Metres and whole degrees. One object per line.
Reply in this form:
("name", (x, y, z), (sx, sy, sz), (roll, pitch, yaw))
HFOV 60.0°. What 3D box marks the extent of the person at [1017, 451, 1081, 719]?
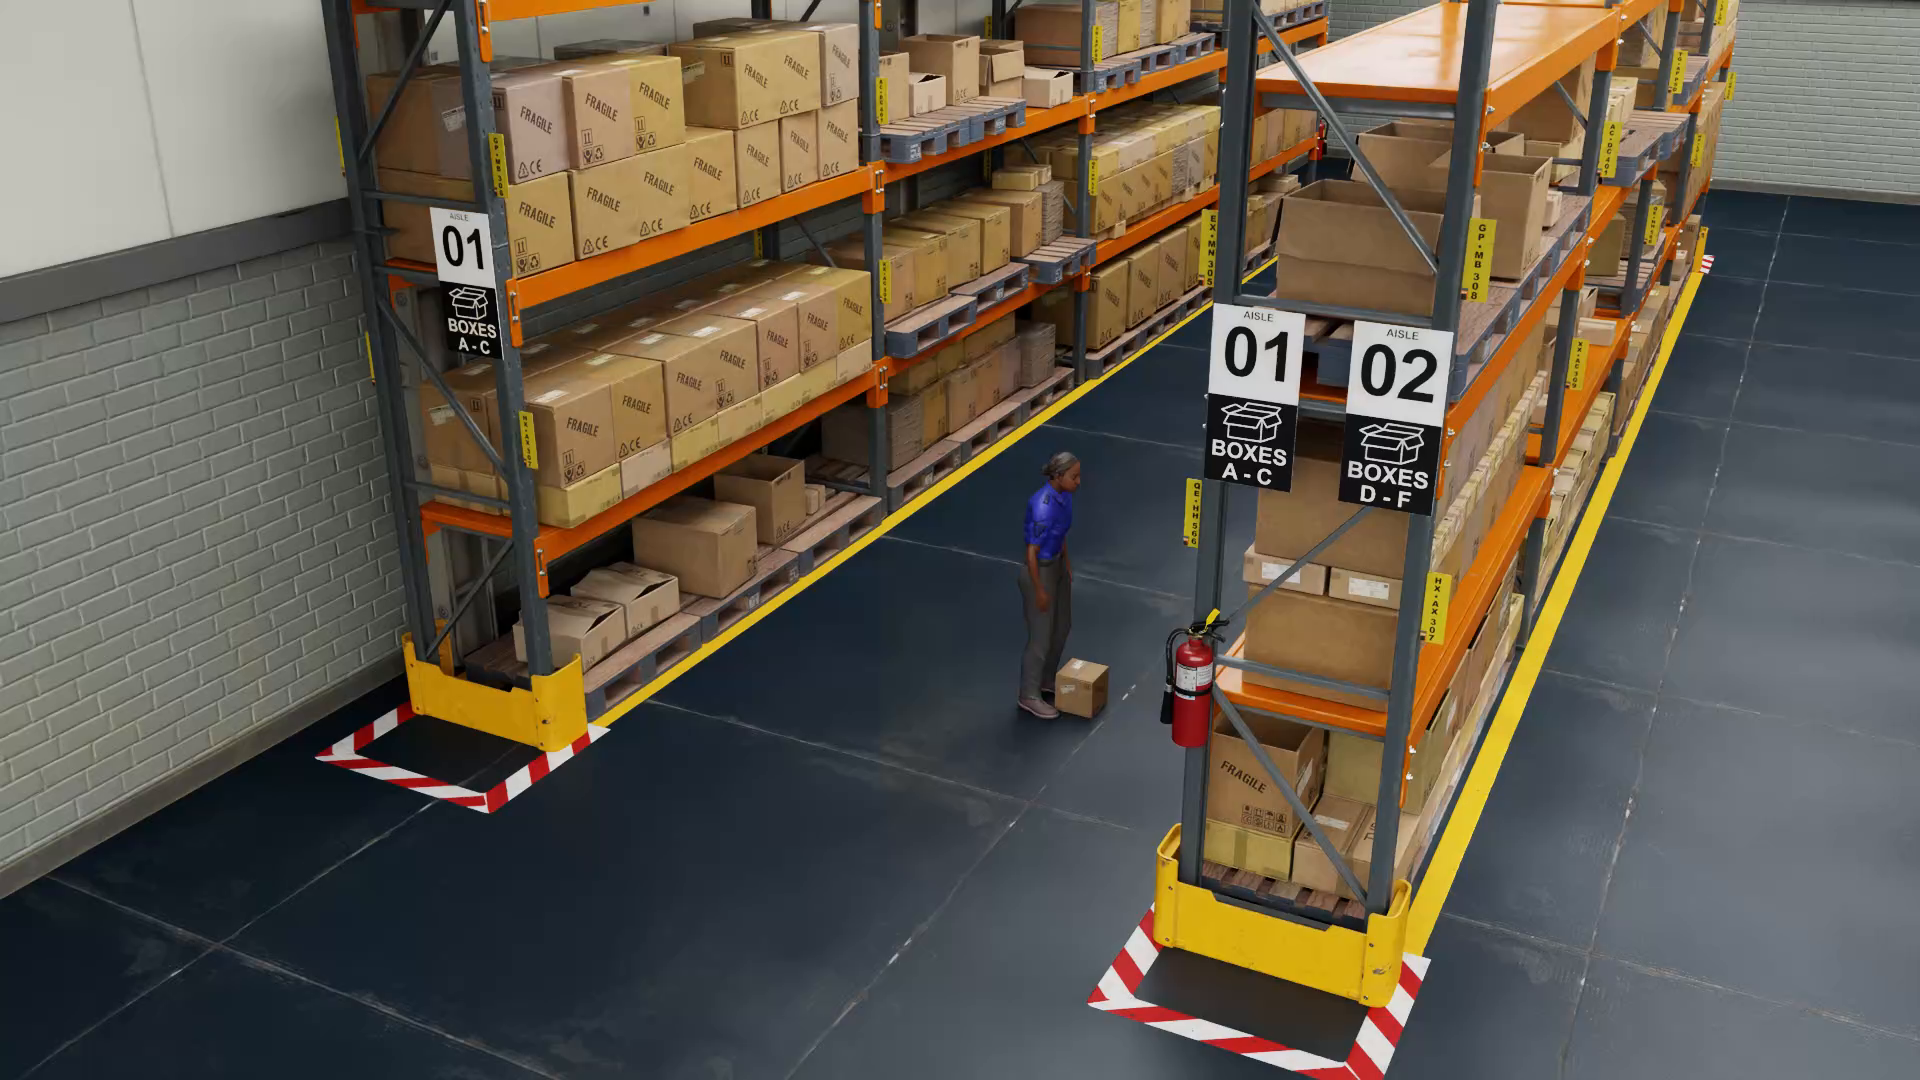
("person", (0.549, 0.238, 10.170), (0.351, 1.655, 0.523), (10, 25, 23))
